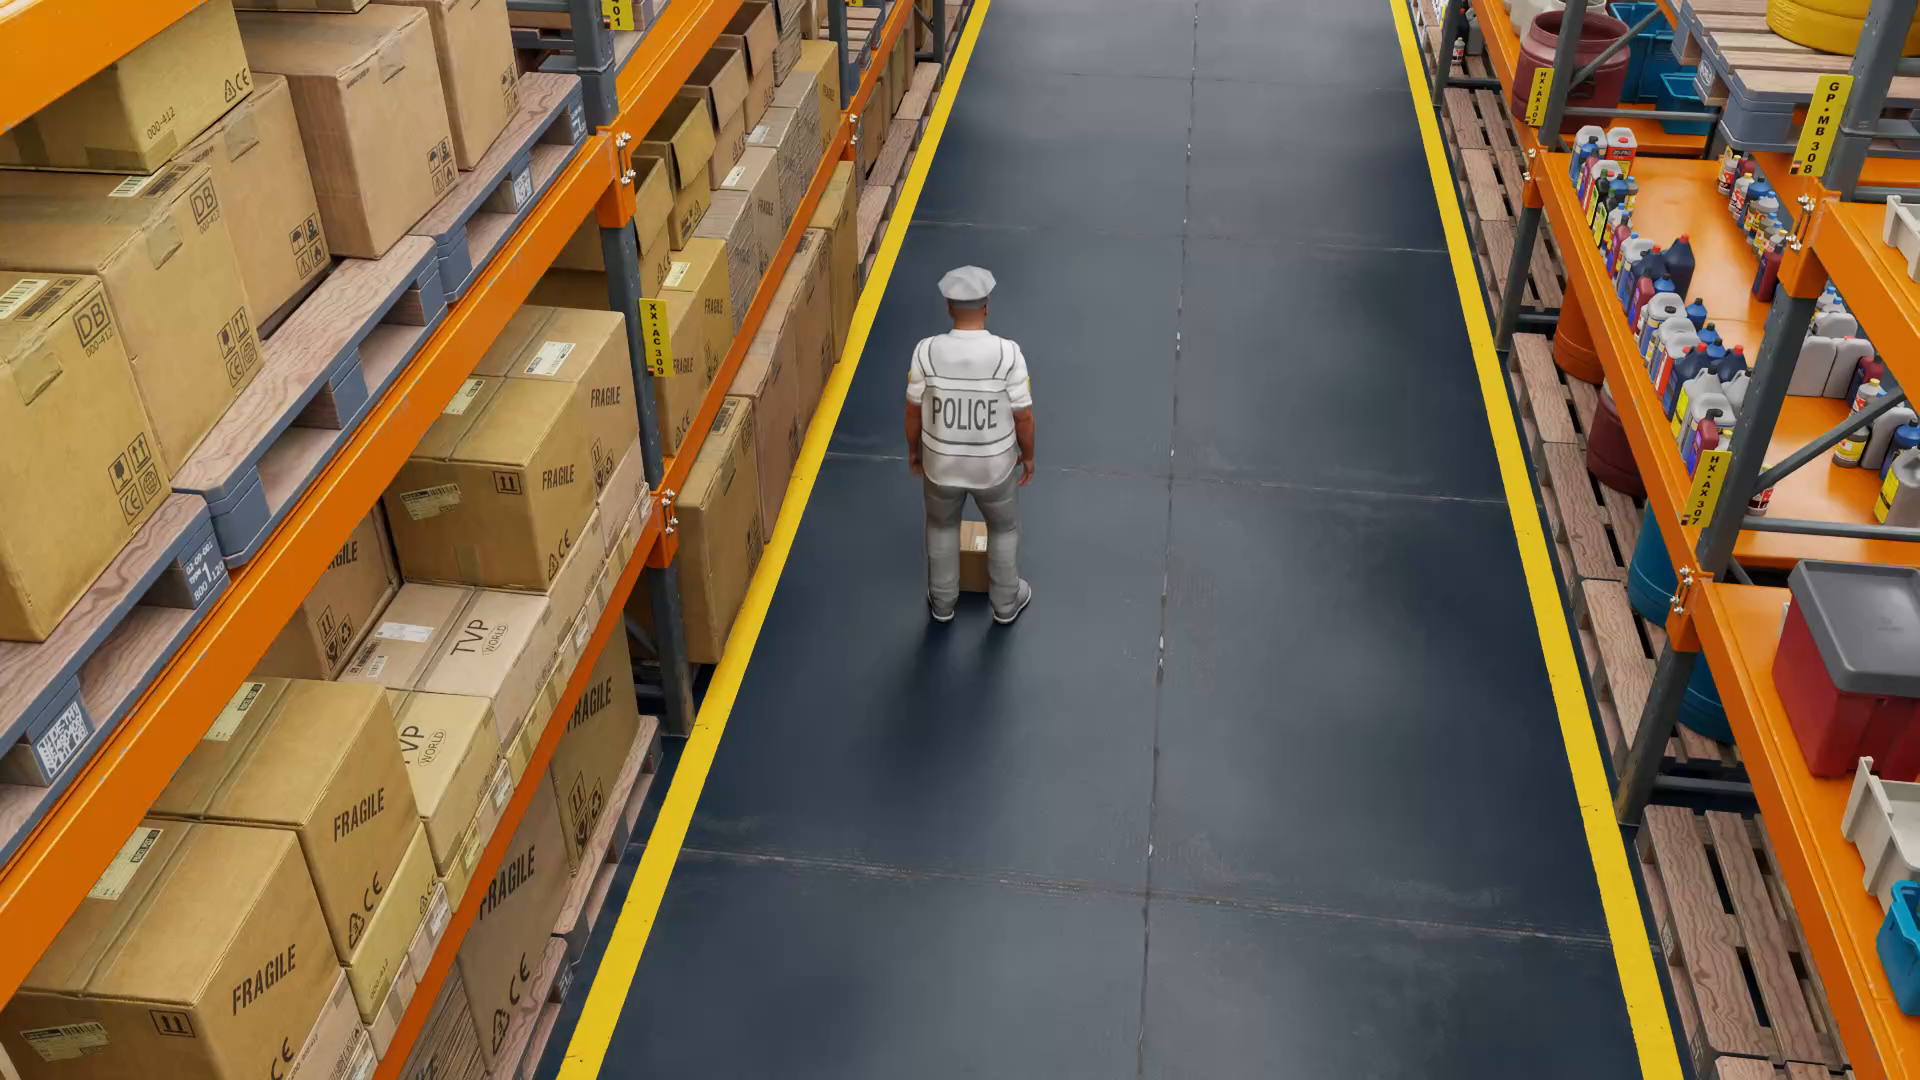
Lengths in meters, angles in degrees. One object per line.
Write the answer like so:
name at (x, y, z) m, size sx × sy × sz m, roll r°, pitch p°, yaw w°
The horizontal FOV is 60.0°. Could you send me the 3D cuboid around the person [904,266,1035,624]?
person at (0.046, -0.368, 7.541) m, size 0.587 × 1.748 × 0.441 m, roll 4°, pitch 36°, yaw 6°
